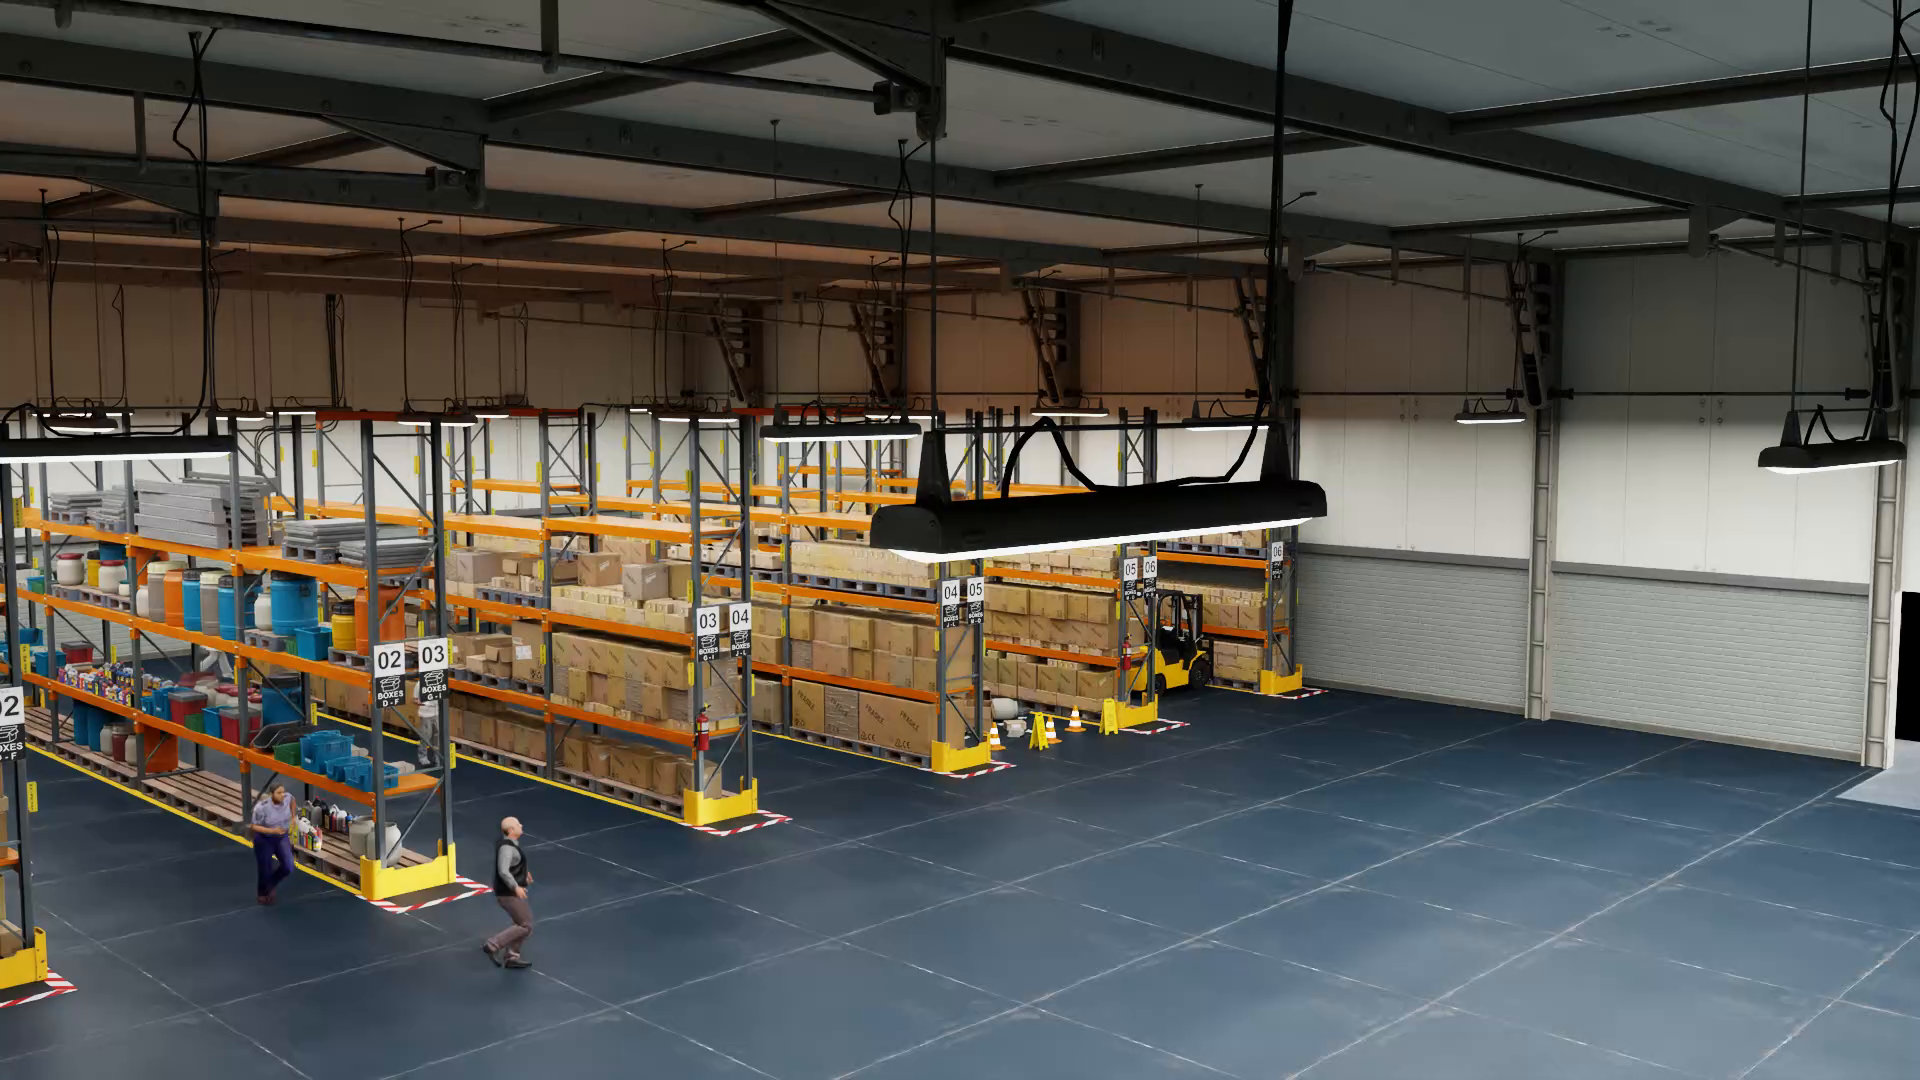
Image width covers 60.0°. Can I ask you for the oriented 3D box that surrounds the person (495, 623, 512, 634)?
[{"bbox_3d":[-11.065,1.916,40.602,0.692,1.762,0.721,2,5,23],"label":"person"}]

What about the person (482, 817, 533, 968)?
[{"bbox_3d":[-4.972,3.878,18.266,0.580,1.697,0.680,-2,5,-21],"label":"person"}]

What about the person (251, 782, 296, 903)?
[{"bbox_3d":[-8.451,3.723,20.537,0.767,1.562,0.660,4,7,39],"label":"person"}]

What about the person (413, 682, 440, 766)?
[{"bbox_3d":[-8.881,2.983,27.930,0.759,1.829,0.659,5,7,44],"label":"person"}]

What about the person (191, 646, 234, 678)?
[{"bbox_3d":[-16.316,2.189,36.383,1.015,1.777,0.709,-4,6,-37],"label":"person"}]
